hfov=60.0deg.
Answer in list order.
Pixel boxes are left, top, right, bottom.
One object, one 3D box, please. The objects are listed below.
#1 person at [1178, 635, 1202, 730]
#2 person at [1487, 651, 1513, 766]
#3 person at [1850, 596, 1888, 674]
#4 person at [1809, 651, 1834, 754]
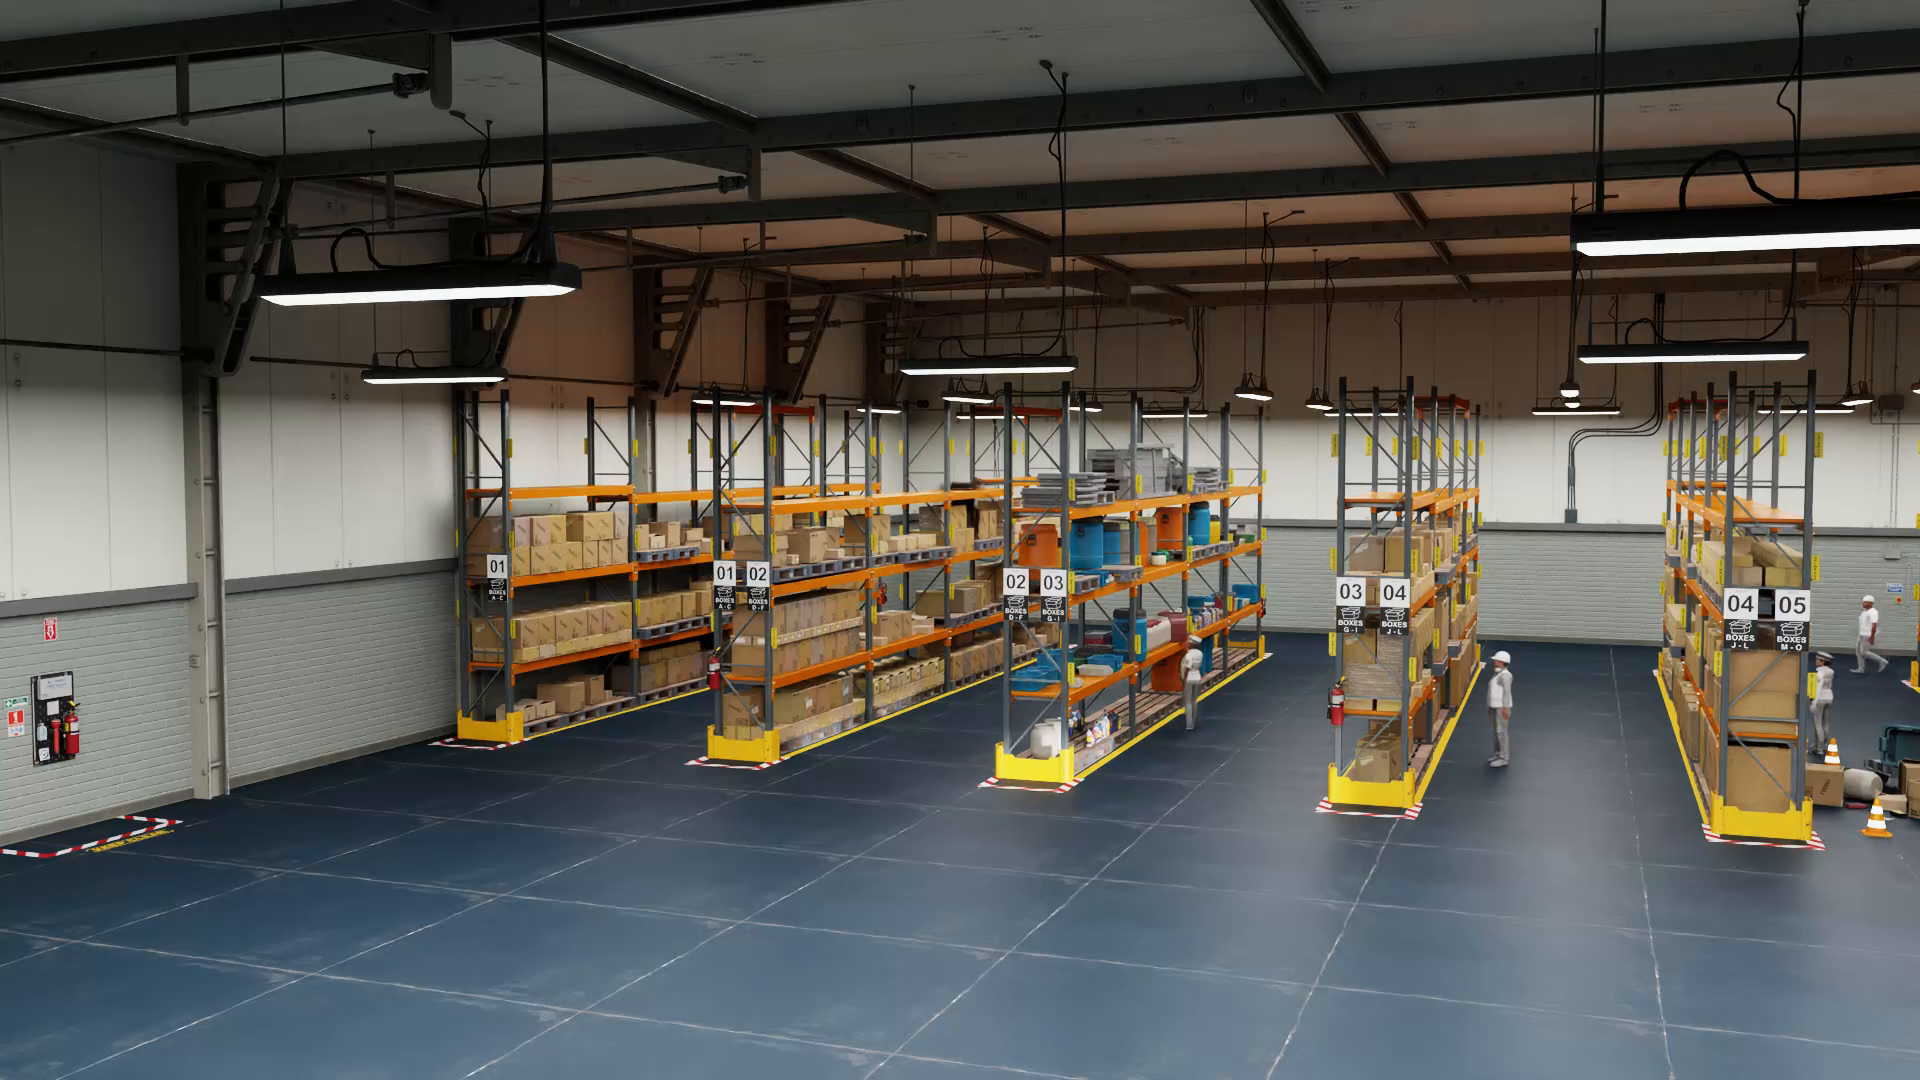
[{"bbox_3d":[4.081,2.530,29.802,0.469,1.692,0.583,-2,4,-34],"label":"person"},{"bbox_3d":[8.545,2.661,26.391,0.460,1.778,0.608,0,3,-7],"label":"person"},{"bbox_3d":[20.107,2.096,36.769,0.702,1.741,0.623,1,3,15],"label":"person"},{"bbox_3d":[14.140,2.658,27.405,0.489,1.671,0.549,-1,3,-19],"label":"person"}]
